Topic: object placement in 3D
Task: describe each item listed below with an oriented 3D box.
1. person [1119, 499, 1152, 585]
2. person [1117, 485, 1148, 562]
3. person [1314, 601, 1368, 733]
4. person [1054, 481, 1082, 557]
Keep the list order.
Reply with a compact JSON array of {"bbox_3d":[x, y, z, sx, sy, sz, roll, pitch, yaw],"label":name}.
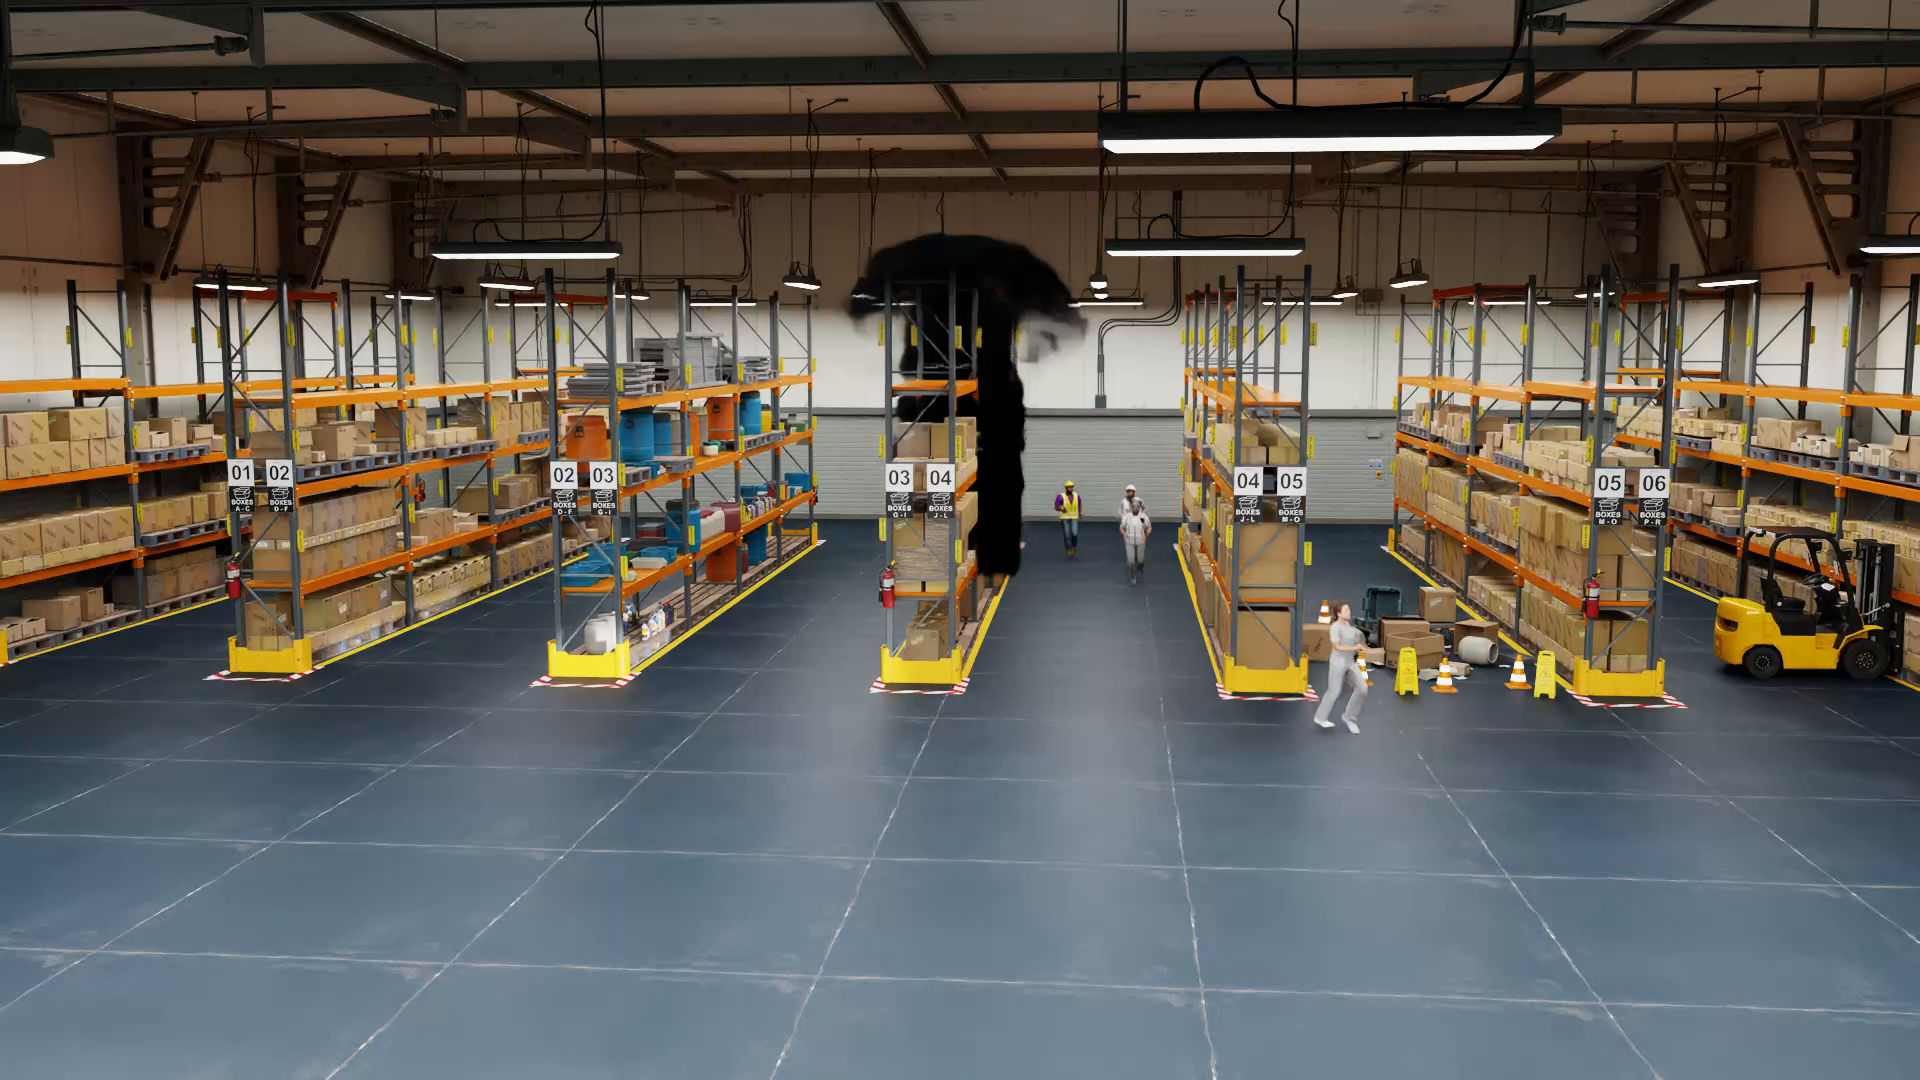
[{"bbox_3d":[3.565,0.036,33.835,0.660,1.727,0.626,1,7,6],"label":"person"},{"bbox_3d":[3.862,-0.367,37.258,0.681,1.739,0.648,1,7,11],"label":"person"},{"bbox_3d":[4.865,1.621,21.123,0.547,1.712,0.716,-7,10,-43],"label":"person"},{"bbox_3d":[2.487,-0.466,37.954,0.686,1.762,0.648,-1,7,-7],"label":"person"}]
